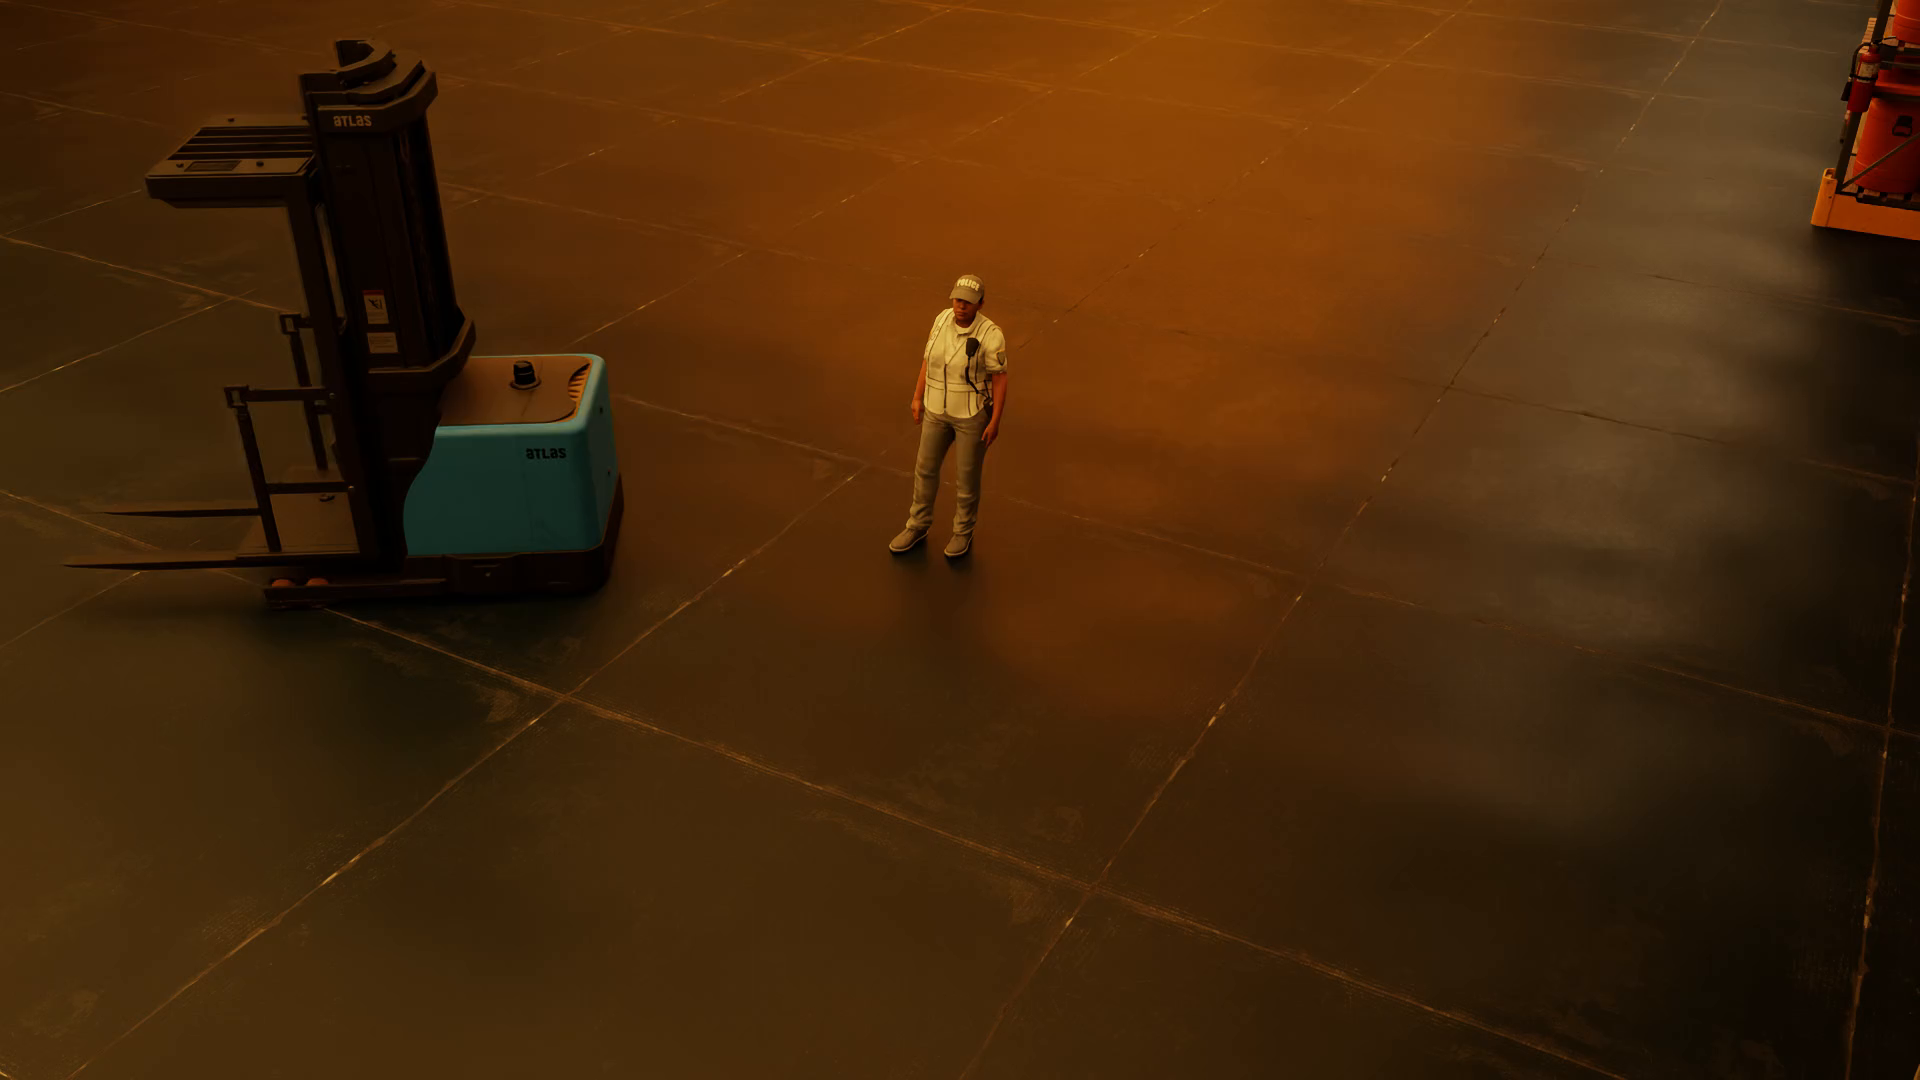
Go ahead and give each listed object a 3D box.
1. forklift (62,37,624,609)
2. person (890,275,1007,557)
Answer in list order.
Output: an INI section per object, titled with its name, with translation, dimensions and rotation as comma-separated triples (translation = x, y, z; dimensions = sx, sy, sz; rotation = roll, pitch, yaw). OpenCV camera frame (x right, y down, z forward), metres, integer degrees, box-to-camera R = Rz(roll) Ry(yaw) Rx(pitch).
[forklift]
translation = -3.547, -1.155, 9.071
dimensions = 3.031, 2.935, 1.130
rotation = -2, 30, -3
[person]
translation = -0.057, -0.700, 9.534
dimensions = 0.599, 1.670, 0.529
rotation = 15, 33, 25
